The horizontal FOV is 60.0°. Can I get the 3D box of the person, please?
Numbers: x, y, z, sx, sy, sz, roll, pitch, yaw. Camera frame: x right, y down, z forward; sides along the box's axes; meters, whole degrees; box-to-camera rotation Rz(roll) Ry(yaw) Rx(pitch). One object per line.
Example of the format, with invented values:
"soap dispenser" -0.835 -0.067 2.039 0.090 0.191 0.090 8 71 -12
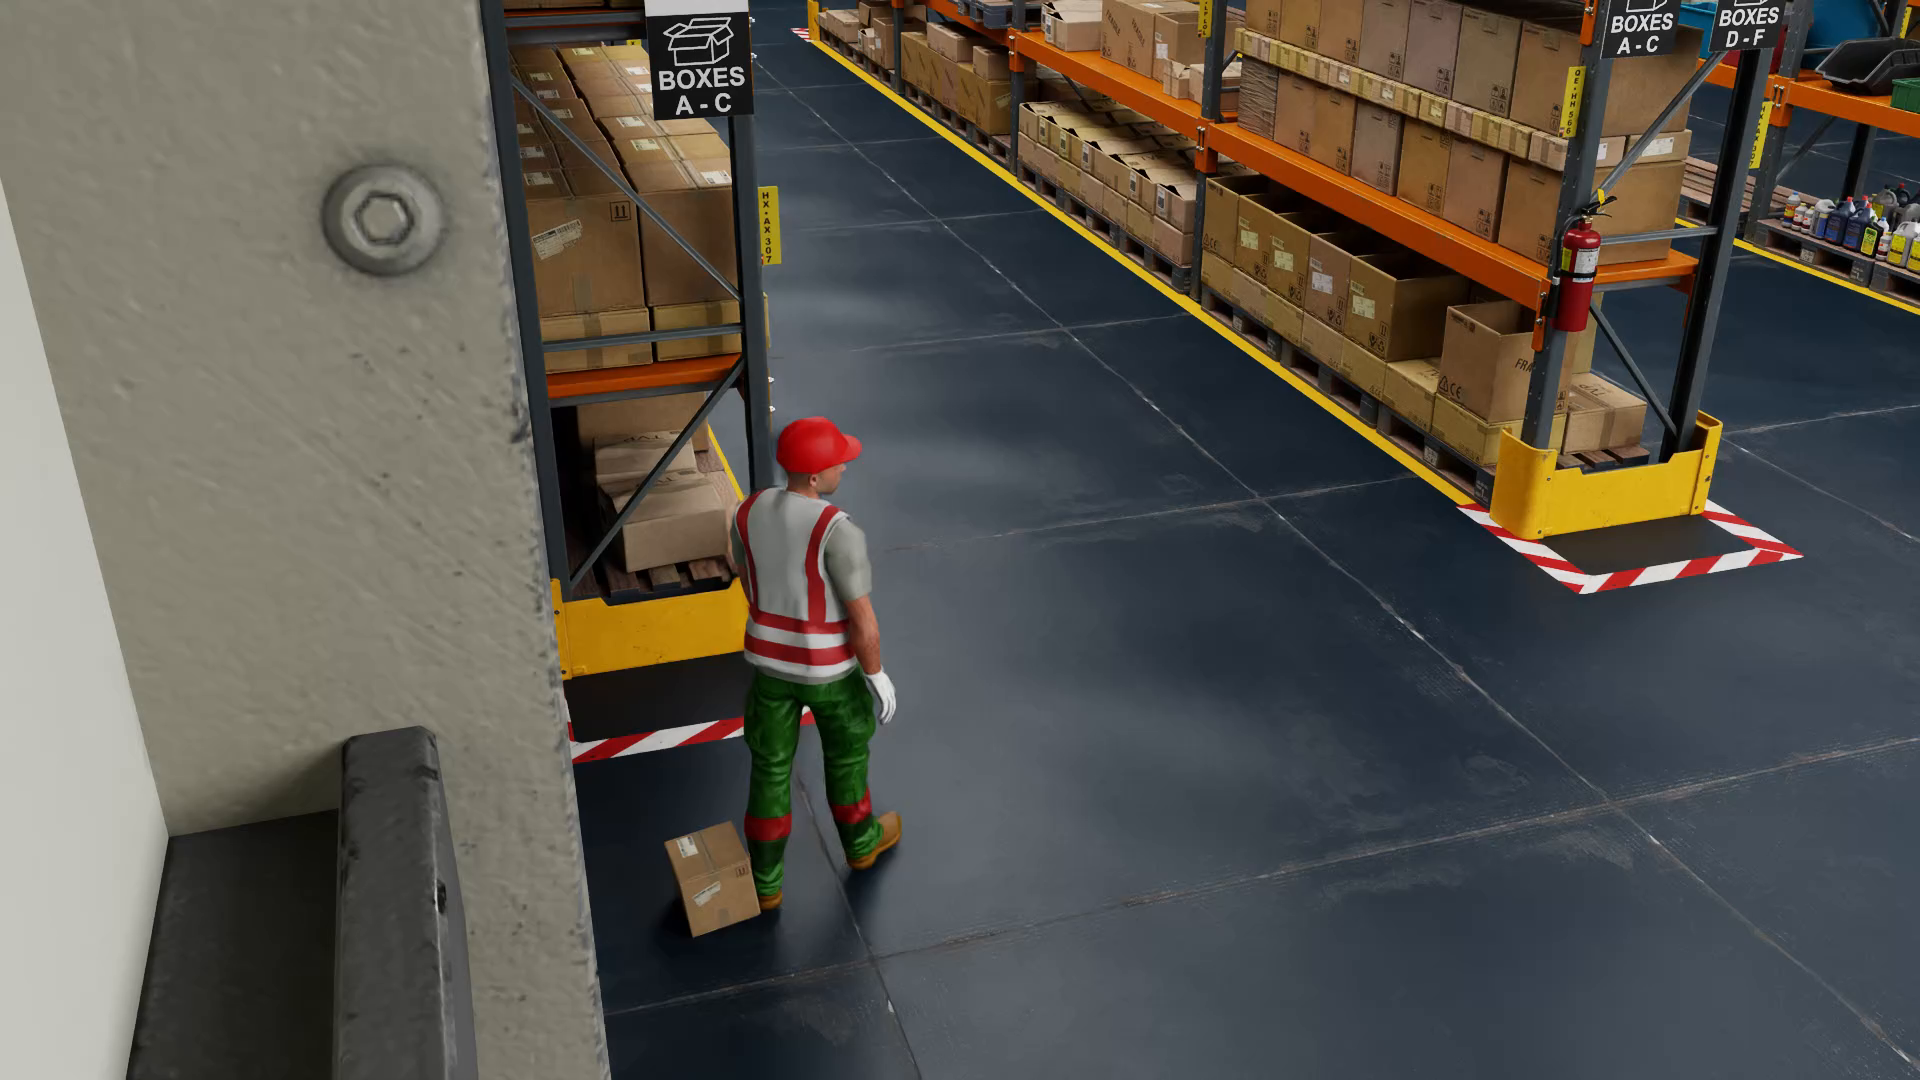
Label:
"person" -0.483 0.409 5.714 0.614 1.783 0.655 11 28 21
